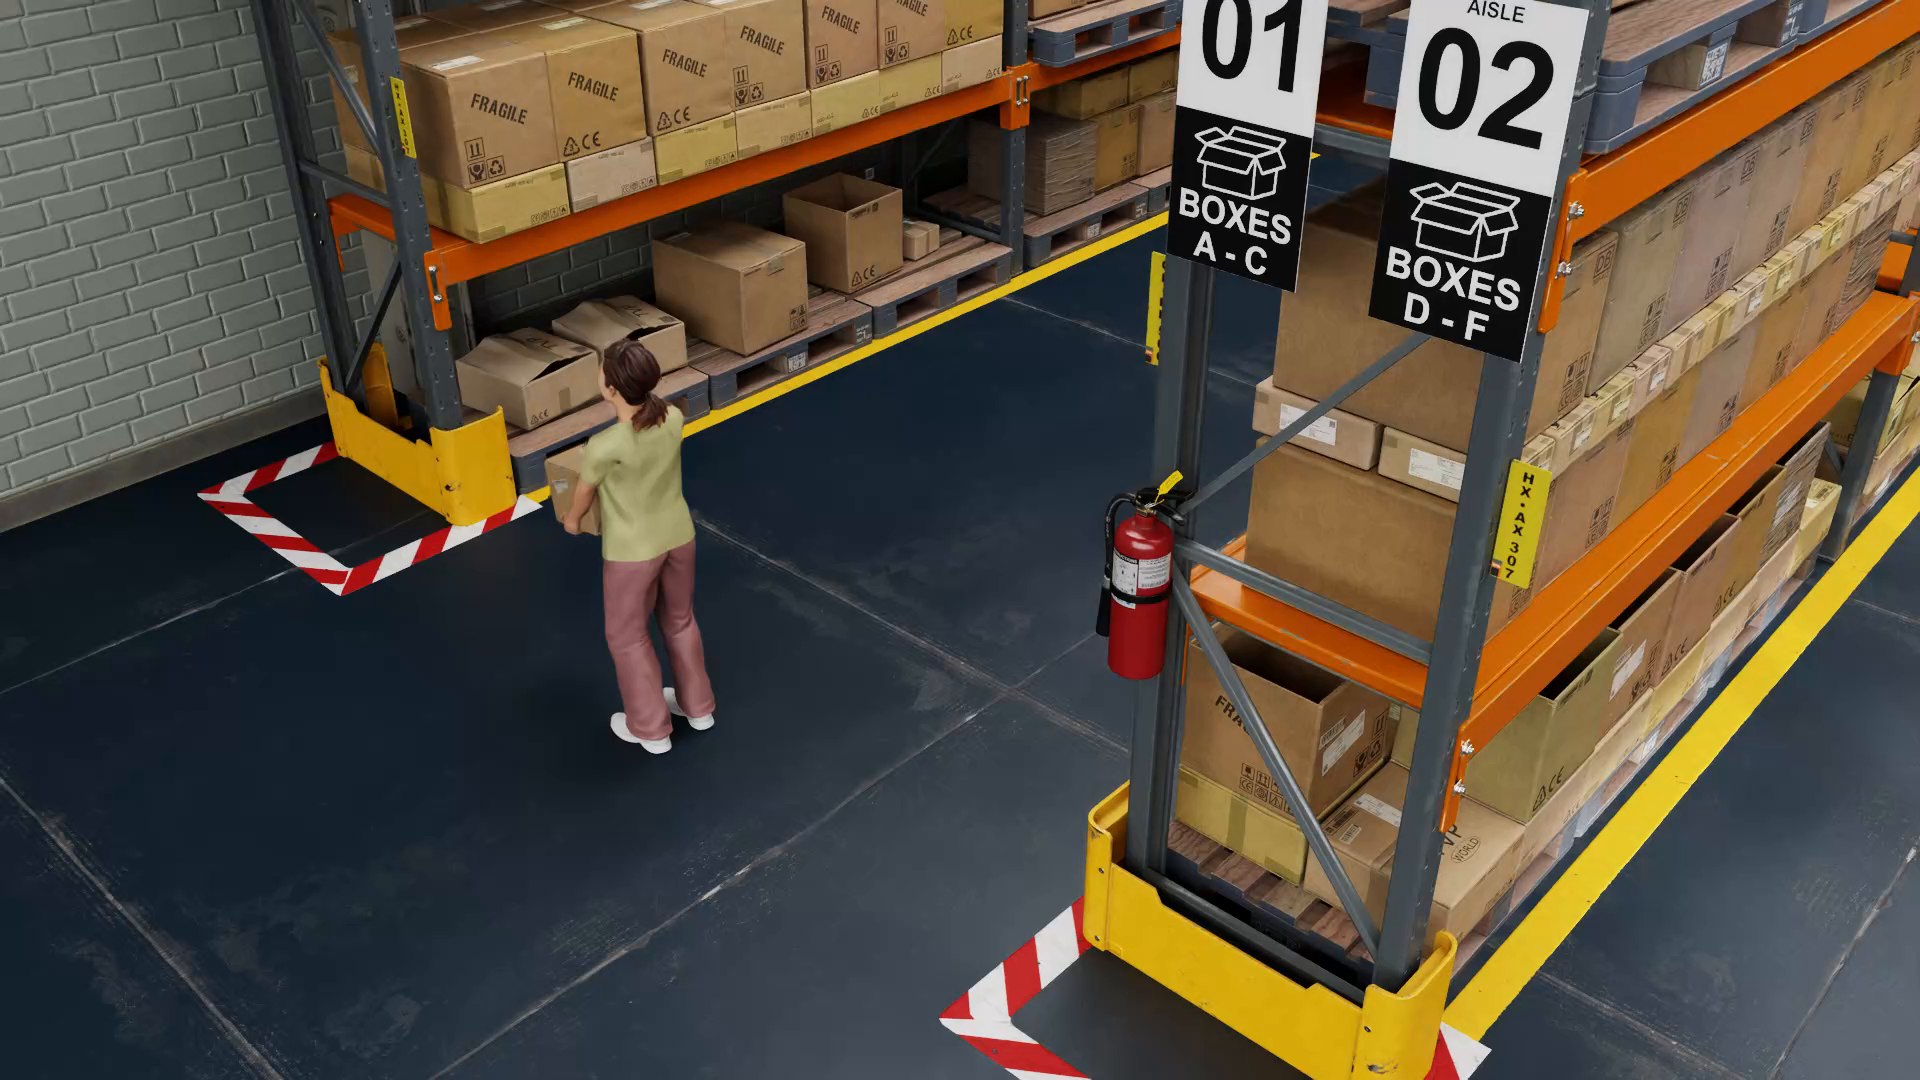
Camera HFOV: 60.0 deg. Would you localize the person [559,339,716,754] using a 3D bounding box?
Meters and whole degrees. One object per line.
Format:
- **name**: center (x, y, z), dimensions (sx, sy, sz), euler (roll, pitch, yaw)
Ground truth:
- **person**: center (-1.206, 0.010, 6.131), dimensions (0.527, 1.669, 0.405), euler (25, 39, 35)
